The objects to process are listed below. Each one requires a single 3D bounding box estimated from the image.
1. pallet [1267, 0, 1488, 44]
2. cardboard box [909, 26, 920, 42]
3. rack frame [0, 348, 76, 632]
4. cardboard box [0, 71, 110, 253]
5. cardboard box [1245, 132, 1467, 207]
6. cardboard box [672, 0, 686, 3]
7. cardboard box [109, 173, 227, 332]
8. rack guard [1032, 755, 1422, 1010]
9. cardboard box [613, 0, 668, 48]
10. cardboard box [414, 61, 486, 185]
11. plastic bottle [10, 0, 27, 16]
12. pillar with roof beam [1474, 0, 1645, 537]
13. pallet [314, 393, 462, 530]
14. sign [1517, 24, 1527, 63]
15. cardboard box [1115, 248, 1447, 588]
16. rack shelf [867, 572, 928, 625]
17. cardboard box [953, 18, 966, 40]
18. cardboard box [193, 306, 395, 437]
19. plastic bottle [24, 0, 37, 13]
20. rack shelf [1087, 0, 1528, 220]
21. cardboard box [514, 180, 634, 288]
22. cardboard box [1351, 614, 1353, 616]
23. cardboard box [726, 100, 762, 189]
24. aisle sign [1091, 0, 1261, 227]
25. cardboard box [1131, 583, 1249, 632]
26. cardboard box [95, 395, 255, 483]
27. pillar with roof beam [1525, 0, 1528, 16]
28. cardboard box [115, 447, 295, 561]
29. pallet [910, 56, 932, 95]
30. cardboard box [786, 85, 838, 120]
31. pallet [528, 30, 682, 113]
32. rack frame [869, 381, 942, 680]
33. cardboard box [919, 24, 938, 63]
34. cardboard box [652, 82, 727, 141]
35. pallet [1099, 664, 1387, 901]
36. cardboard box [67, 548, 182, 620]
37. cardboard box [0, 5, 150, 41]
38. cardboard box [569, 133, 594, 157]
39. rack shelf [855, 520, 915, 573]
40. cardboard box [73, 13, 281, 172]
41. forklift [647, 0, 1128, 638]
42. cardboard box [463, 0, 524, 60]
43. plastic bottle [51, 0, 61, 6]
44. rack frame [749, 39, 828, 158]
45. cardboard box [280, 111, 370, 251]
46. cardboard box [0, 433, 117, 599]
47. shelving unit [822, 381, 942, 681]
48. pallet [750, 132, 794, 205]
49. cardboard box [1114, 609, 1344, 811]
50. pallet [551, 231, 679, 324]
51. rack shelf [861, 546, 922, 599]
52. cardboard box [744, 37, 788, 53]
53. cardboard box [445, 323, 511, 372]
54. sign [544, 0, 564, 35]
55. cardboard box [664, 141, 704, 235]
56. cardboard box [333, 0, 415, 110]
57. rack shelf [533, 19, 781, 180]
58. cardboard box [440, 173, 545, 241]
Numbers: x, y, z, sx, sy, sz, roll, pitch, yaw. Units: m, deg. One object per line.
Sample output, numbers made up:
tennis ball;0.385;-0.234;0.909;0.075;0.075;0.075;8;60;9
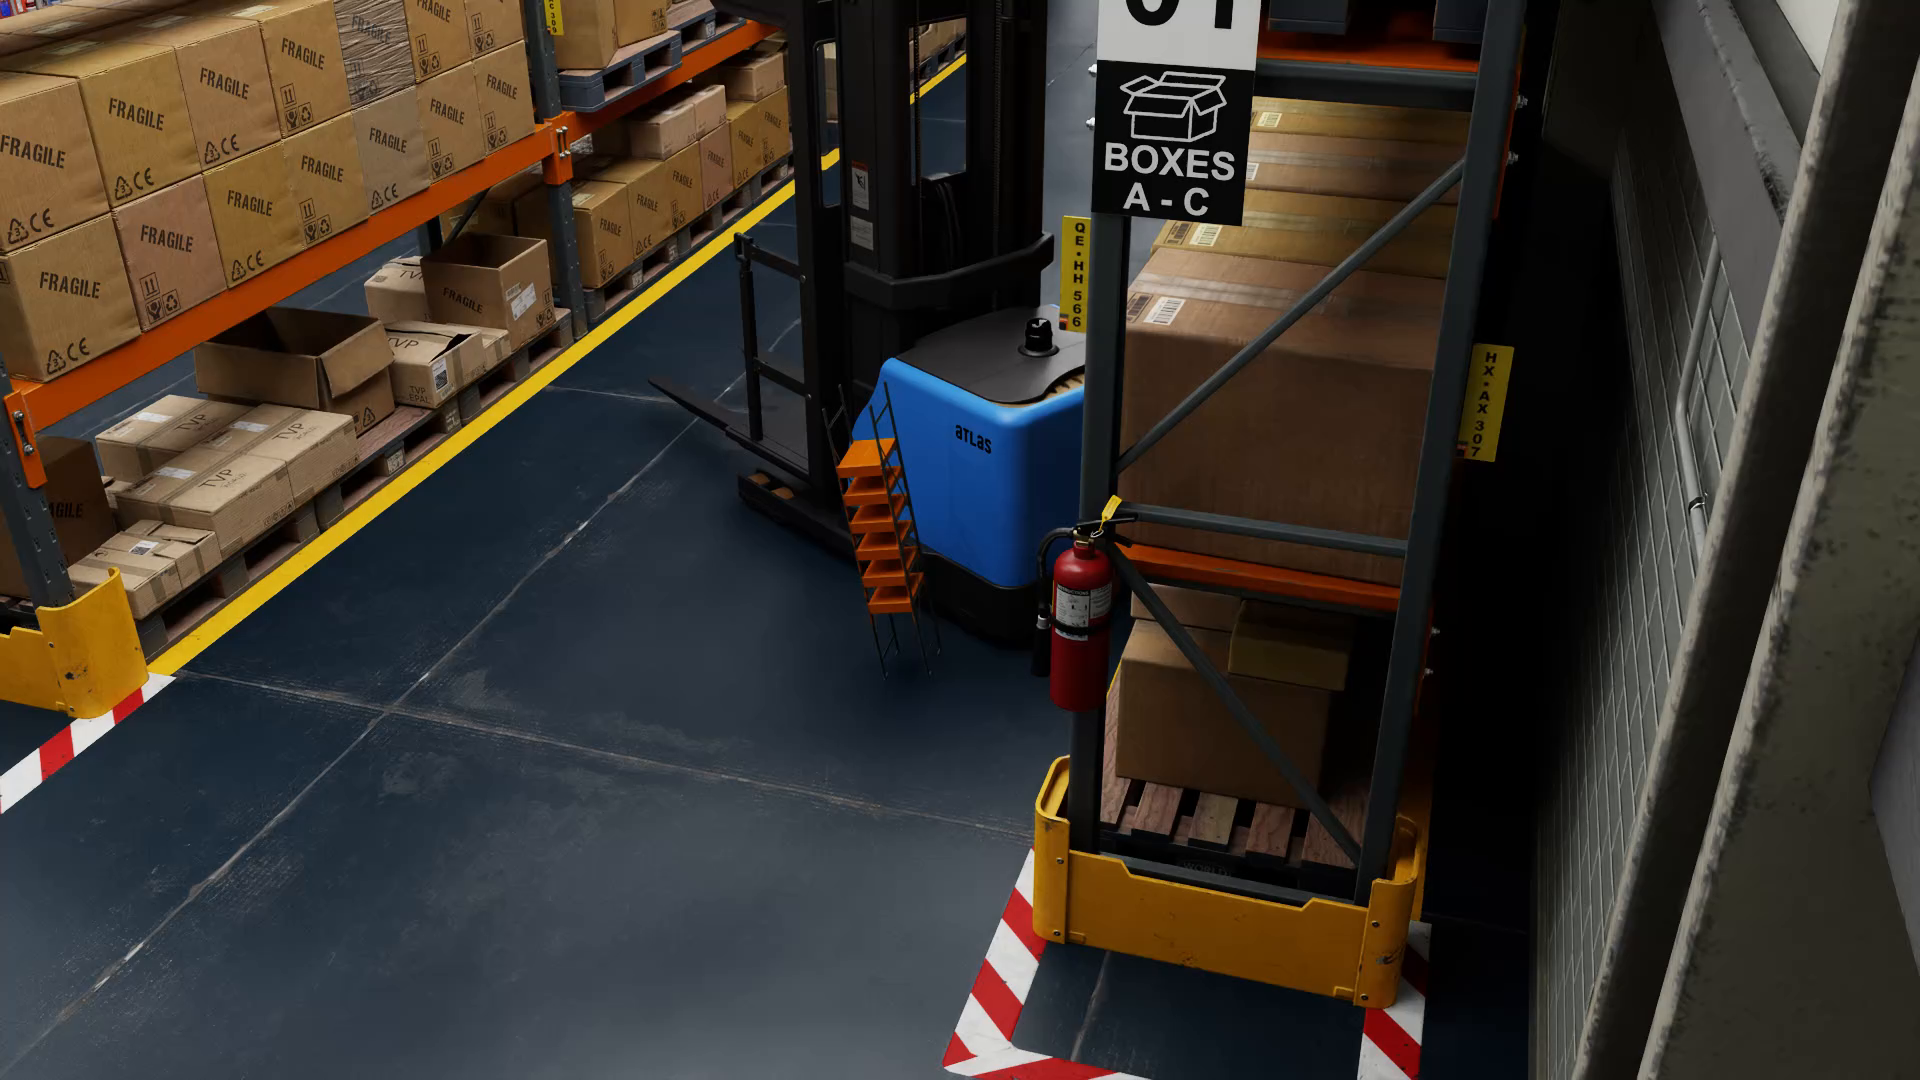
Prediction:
pallet;1.045;-1.644;4.625;1.003;0.211;1.213;8;30;15
cardboard box;-0.668;-4.598;14.749;0.500;0.311;0.500;8;30;14
rack frame;-3.899;-0.731;5.978;1.000;3.000;0.127;8;30;15
cardboard box;-3.517;-1.380;6.013;0.500;0.500;0.500;9;30;16
cardboard box;1.413;-1.088;6.311;0.980;0.700;0.700;7;30;12
cardboard box;-2.079;-3.969;11.264;0.700;0.500;0.500;14;32;24
cardboard box;-3.370;-1.183;6.689;0.500;0.500;0.500;8;30;14
rack guard;0.831;1.078;5.298;1.175;0.500;0.348;8;30;15
cardboard box;-2.231;-3.334;10.122;0.700;0.500;0.500;13;32;23
cardboard box;-2.776;-2.125;8.381;0.500;0.500;0.500;9;30;16
plastic bottle;-6.687;-3.835;11.686;0.152;0.276;0.135;8;30;15
pillar with roof beam;-1.482;-4.672;6.891;9.100;9.000;0.400;8;30;15
pallet;-3.284;-0.483;8.401;1.003;0.211;1.213;8;30;15
sign;2.543;-2.219;7.681;0.100;0.325;0.005;8;30;15
cardboard box;0.978;-0.395;5.066;0.980;0.700;0.700;10;31;17
rack shelf;-0.246;0.231;6.660;0.180;0.103;0.258;-3;28;15
cardboard box;-0.221;-5.055;16.148;0.500;0.250;0.500;8;30;14
cardboard box;-3.271;-0.817;8.248;0.797;0.503;0.637;8;30;15
plastic bottle;-6.627;-3.852;11.794;0.097;0.201;0.097;0;29;0
rack shelf;1.425;-1.951;5.827;1.077;0.370;4.000;8;30;15
cardboard box;-2.350;-1.879;10.162;0.500;0.500;0.500;7;30;13
cardboard box;1.241;0.077;6.665;0.700;0.500;0.500;8;30;13
cardboard box;-1.753;-2.840;11.888;0.500;0.500;0.500;7;30;13
aisle sign;0.530;-1.171;4.095;0.394;0.787;0.004;8;30;15
cardboard box;0.811;0.175;5.823;0.380;0.149;0.250;8;30;14
cardboard box;-3.667;-0.446;7.843;0.500;0.250;0.500;8;30;15
pillar with roof beam;2.040;-10.248;16.916;9.100;9.000;0.400;8;30;15
cardboard box;-3.321;-0.166;7.338;0.500;0.250;0.500;8;30;15
pallet;-0.912;-4.172;15.032;1.003;0.211;1.213;8;30;15
cardboard box;-1.116;-3.632;13.589;0.500;0.250;0.500;8;30;15
pallet;-2.386;-2.861;10.006;1.003;0.211;1.213;8;30;15
rack frame;-0.206;-0.024;6.509;0.006;1.200;0.240;-3;28;15
cardboard box;-0.521;-4.583;15.298;0.500;0.250;0.500;9;30;16
cardboard box;-1.910;-2.905;11.234;0.500;0.250;0.500;8;30;14
pallet;0.998;0.810;6.076;1.003;0.211;1.213;8;30;15
cardboard box;-3.448;0.177;6.826;0.380;0.149;0.250;8;30;15
cardboard box;-3.736;-1.934;7.009;0.500;0.500;0.500;9;30;16
cardboard box;-2.553;-2.421;11.135;0.500;0.500;0.500;9;30;15
rack shelf;-0.287;0.020;6.553;0.180;0.103;0.258;-3;28;15
cardboard box;-3.219;-1.856;6.869;0.500;0.500;0.500;9;30;16
forklift;-0.416;-1.509;7.447;1.130;2.935;3.031;-23;37;-35
cardboard box;-2.626;-2.798;8.563;0.500;0.500;0.500;9;30;15
plastic bottle;-6.559;-3.991;11.970;0.097;0.271;0.097;0;29;0
rack frame;-1.551;-4.448;12.661;1.000;3.000;0.127;8;30;15
cardboard box;-3.072;-1.648;7.525;0.500;0.500;0.500;9;30;16
cardboard box;-3.975;-0.118;6.996;0.500;0.500;0.500;8;30;15
shelving unit;-0.294;-0.019;6.533;0.189;1.200;0.258;-3;28;15
pallet;-1.806;-2.888;12.725;1.003;0.211;1.213;8;30;15
cardboard box;0.947;0.544;5.826;0.700;0.500;0.500;8;30;15
pallet;-2.522;-1.754;10.686;1.003;0.211;1.213;8;30;15
rack shelf;-0.266;0.125;6.607;0.180;0.103;0.258;-3;28;15
cardboard box;-1.632;-3.954;13.592;0.500;0.311;0.500;9;30;16
cardboard box;-2.674;-1.048;9.028;0.380;0.149;0.250;8;30;15
sign;-2.204;-2.894;8.976;0.100;0.325;0.005;8;30;15
cardboard box;-2.050;-2.360;11.026;0.500;0.500;0.500;9;30;15
cardboard box;-2.922;-2.326;7.714;0.500;0.500;0.500;9;30;15
rack shelf;-2.138;-3.205;11.165;1.077;0.370;4.000;8;30;15
cardboard box;-2.854;-1.960;10.306;0.500;0.500;0.500;8;30;15
